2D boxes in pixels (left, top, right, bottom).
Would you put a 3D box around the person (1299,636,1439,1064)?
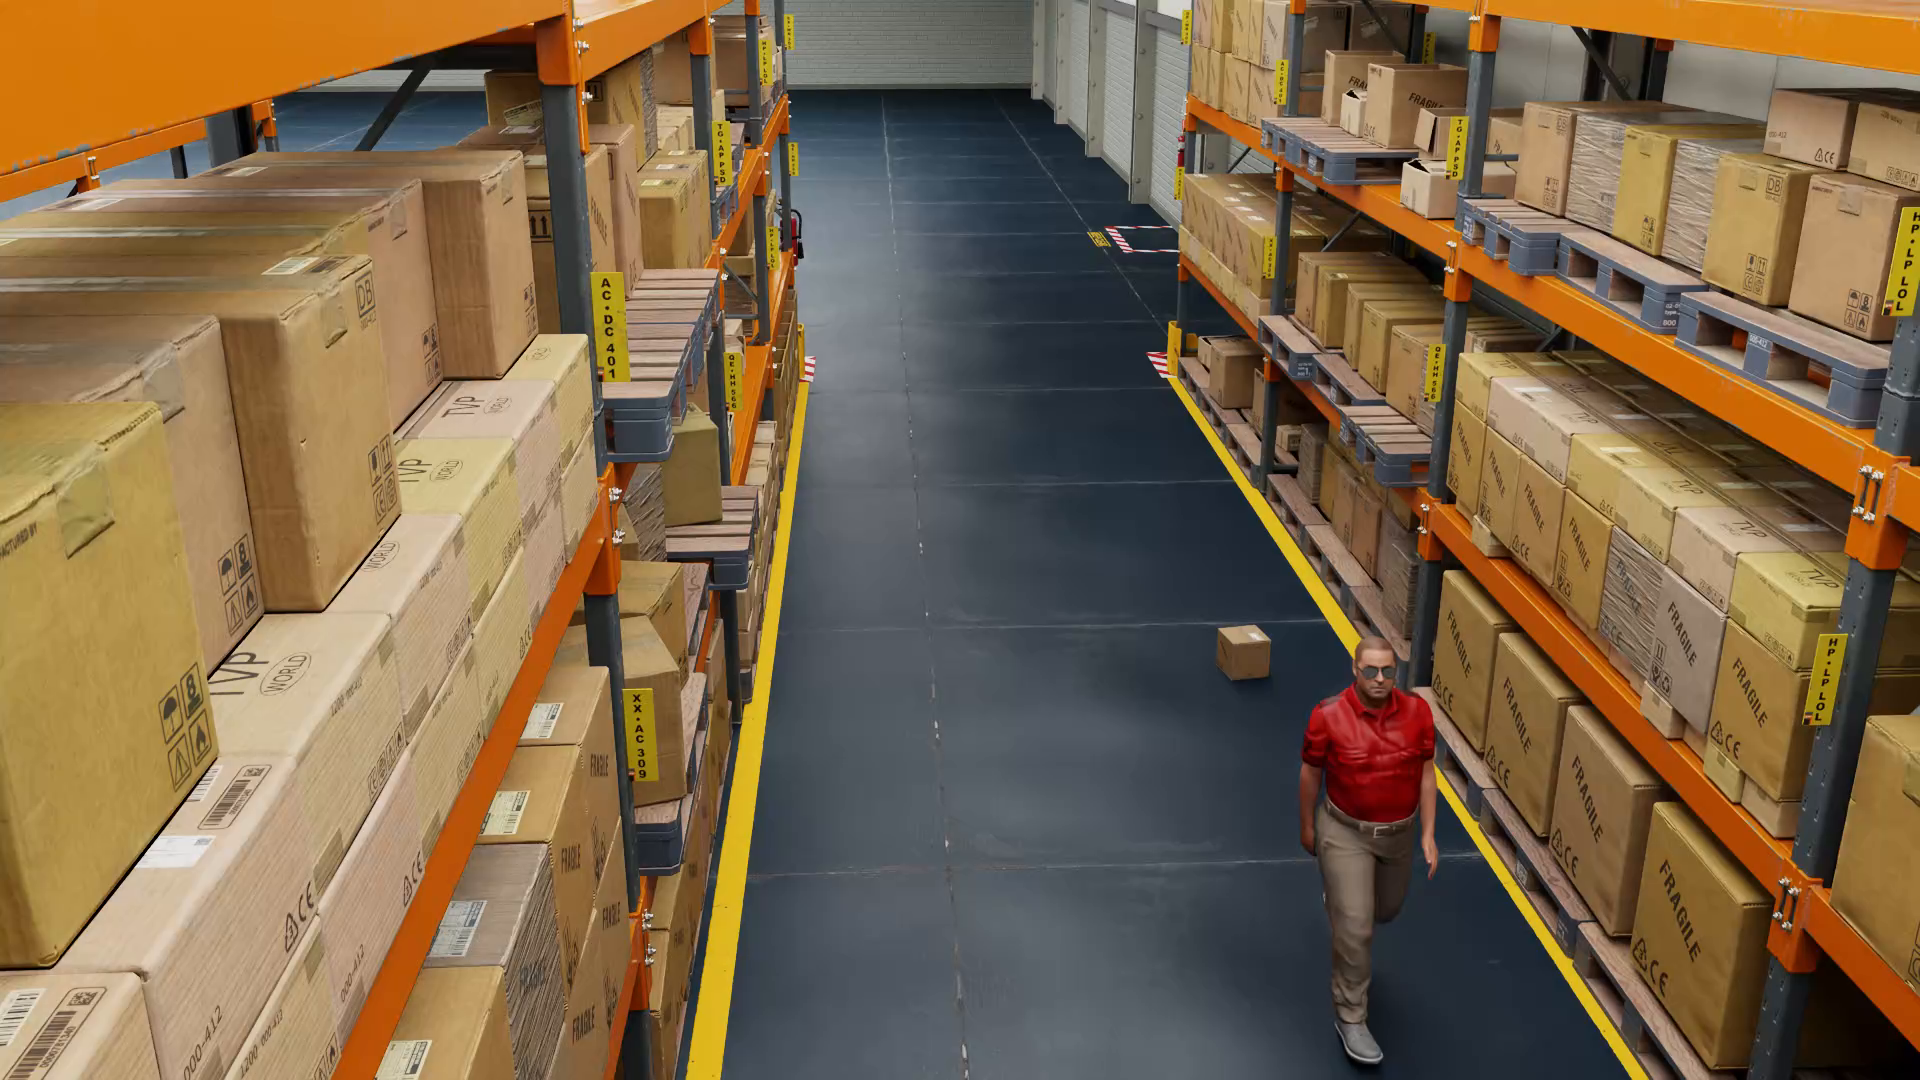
[{"bbox_3d":[1.674,1.186,6.867,0.527,1.682,0.942,-4,21,-10],"label":"person"}]
